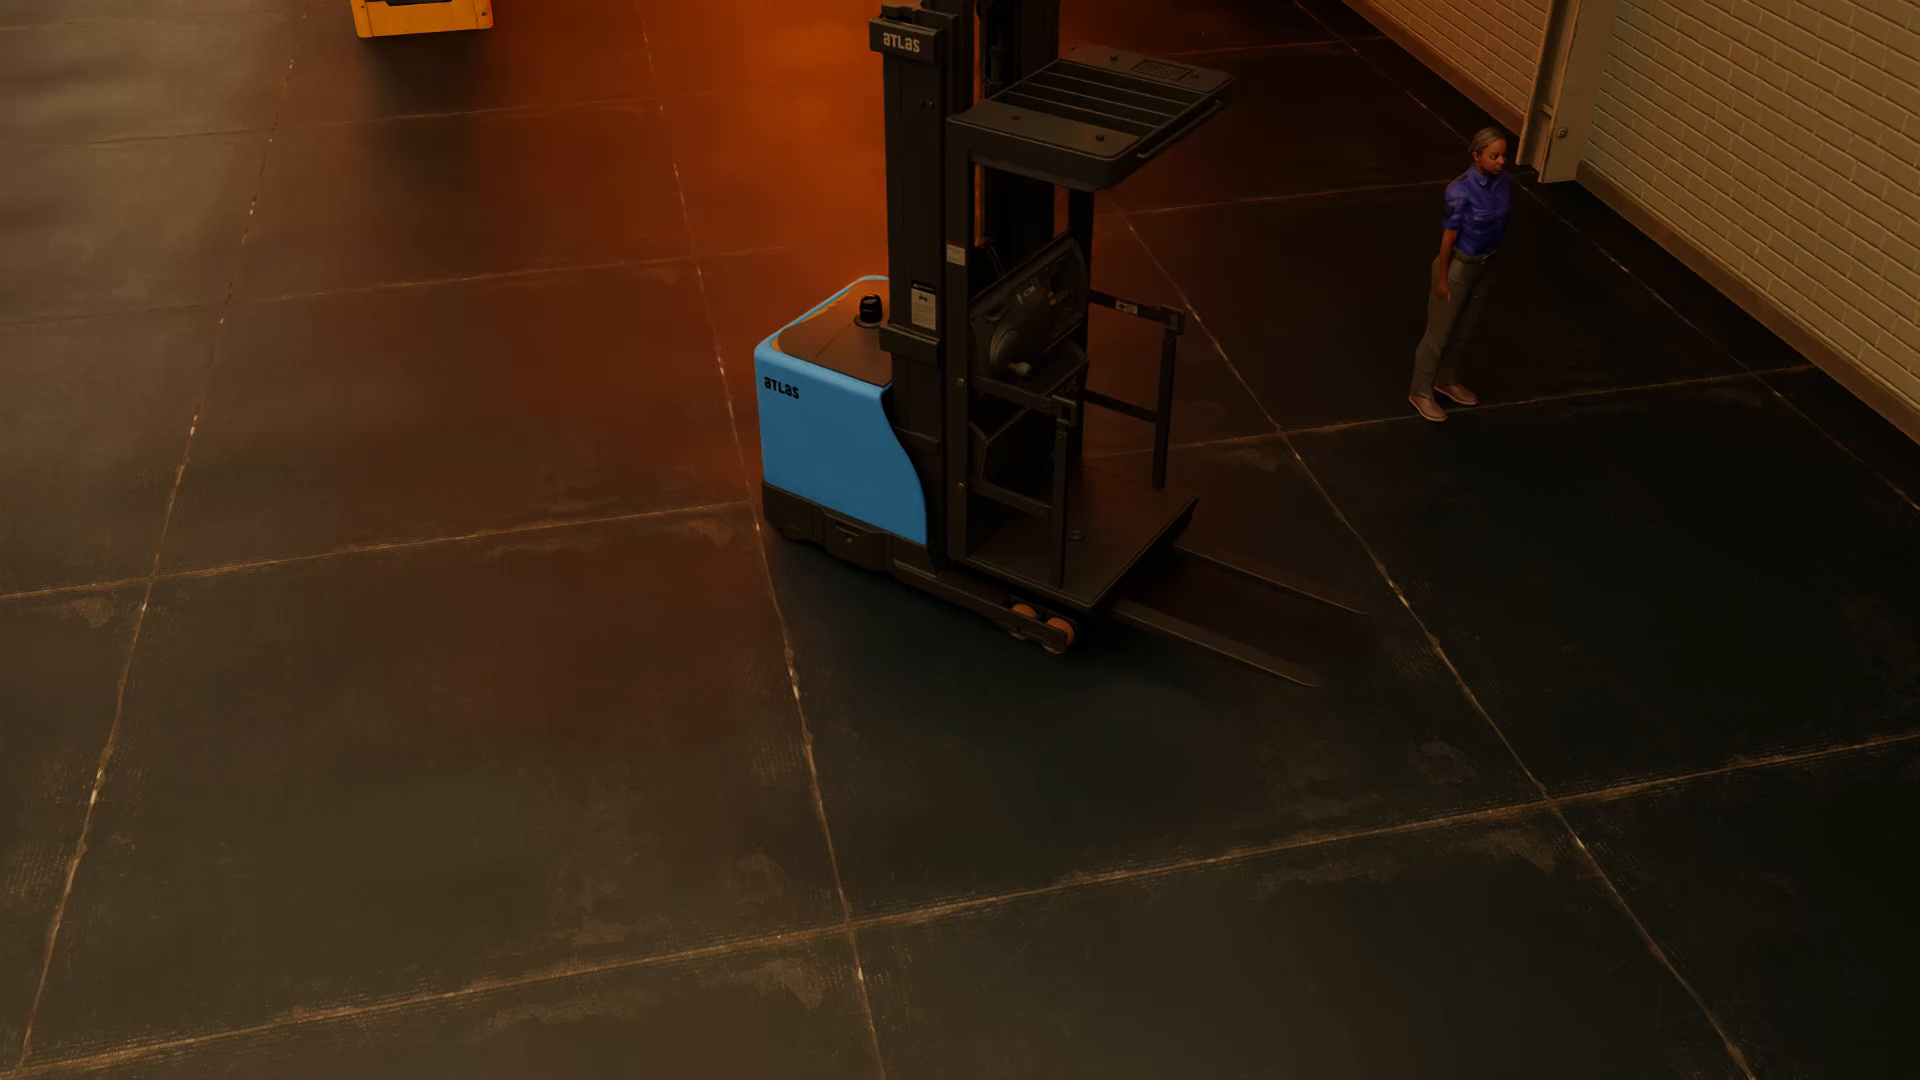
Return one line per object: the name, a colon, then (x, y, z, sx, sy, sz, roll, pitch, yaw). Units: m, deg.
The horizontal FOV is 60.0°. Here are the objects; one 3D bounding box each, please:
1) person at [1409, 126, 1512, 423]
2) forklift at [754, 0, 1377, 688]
person: (2.802, -1.473, 9.189, 0.446, 1.662, 0.327, -23, 42, -29)
forklift: (0.495, -1.012, 7.456, 3.031, 2.935, 1.130, 21, 41, 27)
